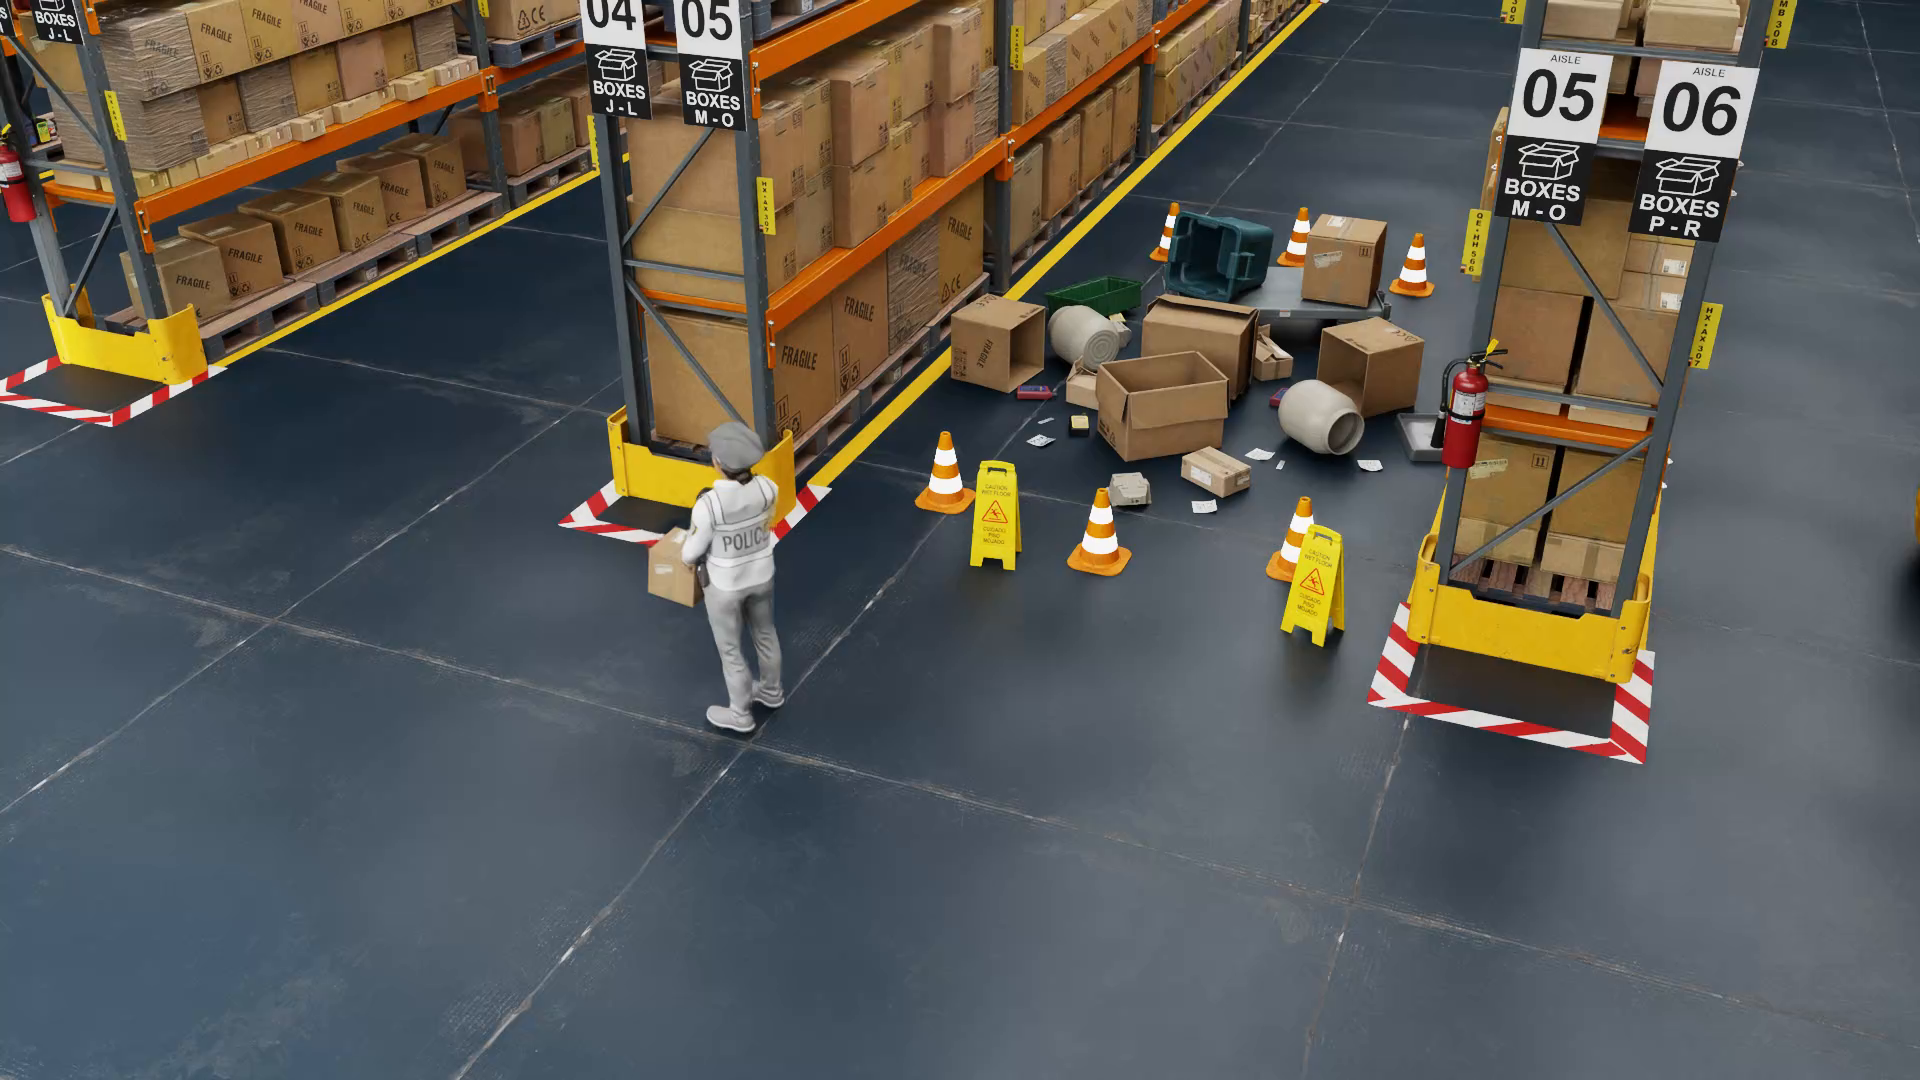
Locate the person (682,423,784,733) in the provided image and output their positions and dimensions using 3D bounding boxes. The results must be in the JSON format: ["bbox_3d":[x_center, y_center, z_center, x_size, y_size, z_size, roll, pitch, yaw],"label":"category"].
[{"bbox_3d":[-1.096,0.180,8.029,0.493,1.699,0.512,-20,36,-31],"label":"person"}]
